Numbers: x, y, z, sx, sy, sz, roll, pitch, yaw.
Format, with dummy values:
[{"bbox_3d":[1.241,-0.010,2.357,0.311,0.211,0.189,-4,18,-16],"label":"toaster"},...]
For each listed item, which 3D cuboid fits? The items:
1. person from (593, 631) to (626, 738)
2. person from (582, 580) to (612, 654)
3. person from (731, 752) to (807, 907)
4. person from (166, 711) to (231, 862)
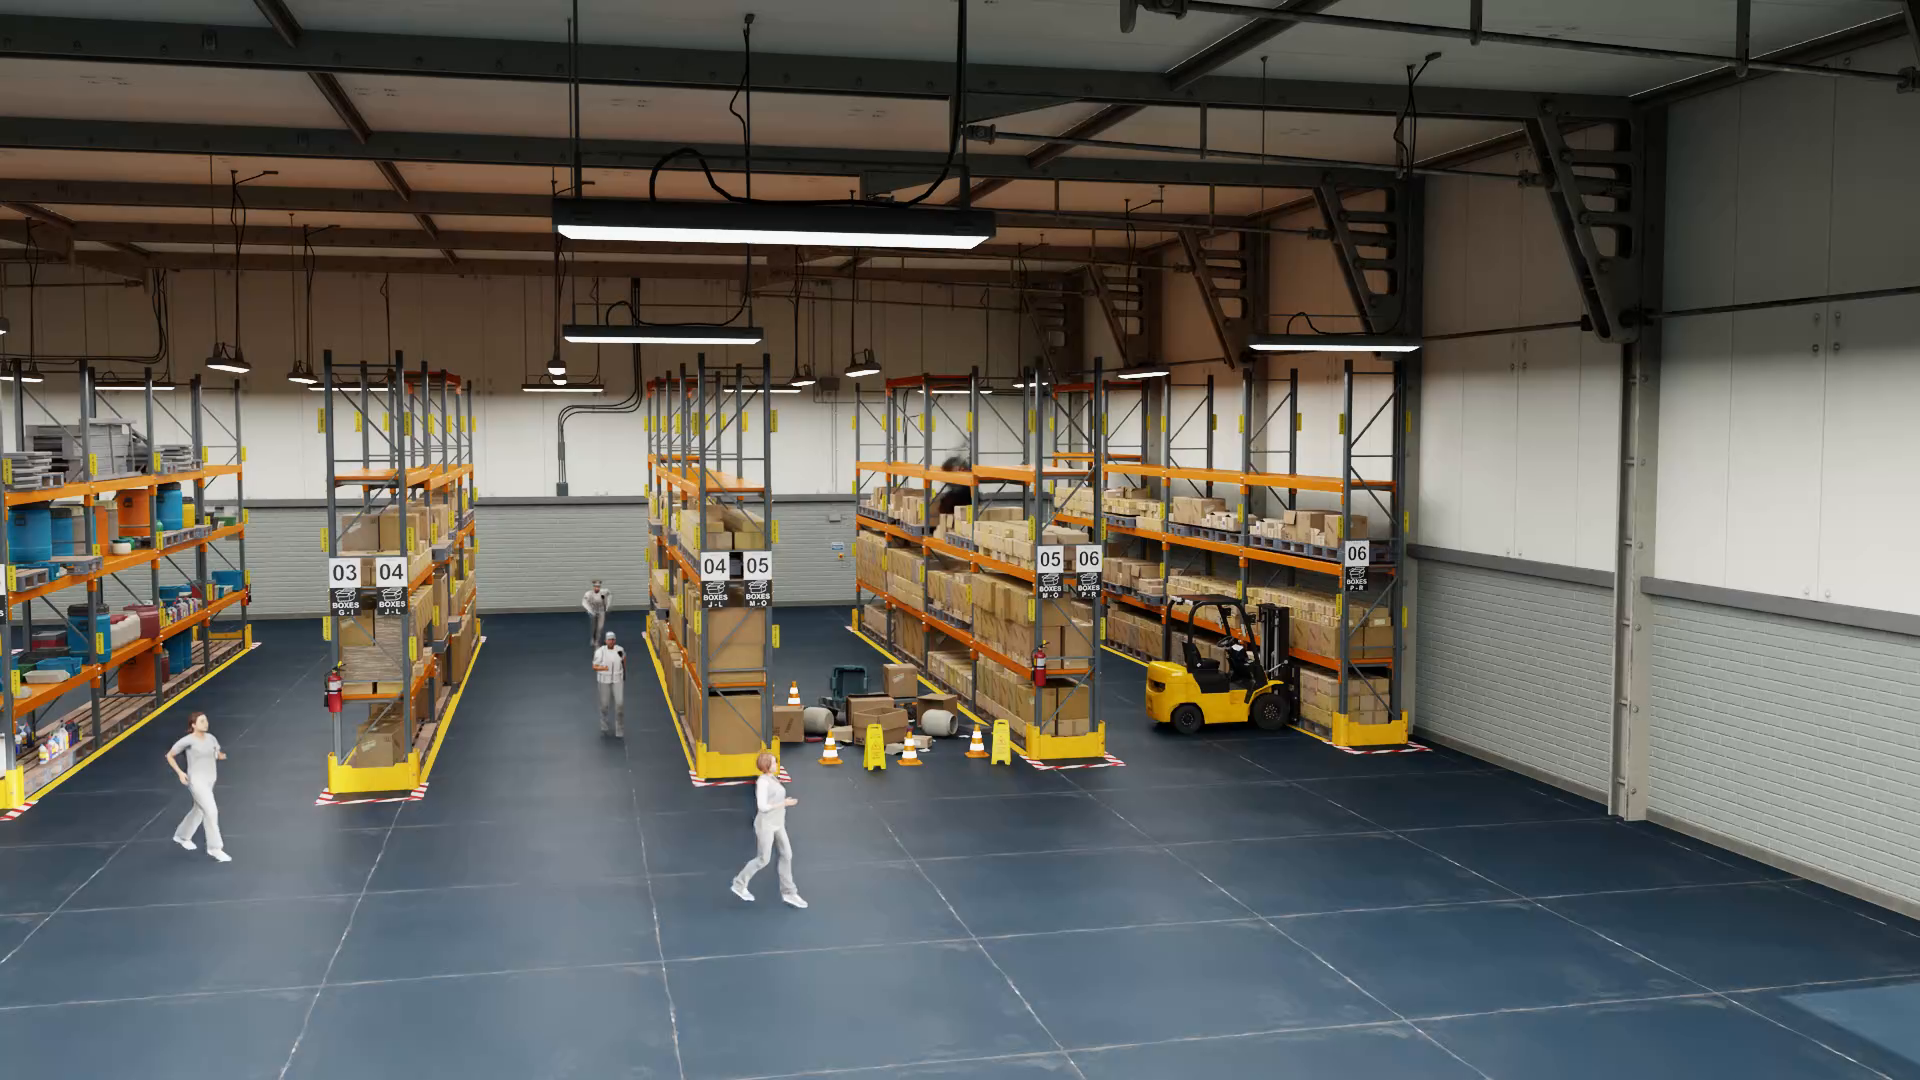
[{"bbox_3d":[-5.636,2.326,26.785,0.556,1.728,0.804,-1,4,-18],"label":"person"},{"bbox_3d":[-8.027,1.671,36.721,0.652,1.636,0.975,-2,4,-21],"label":"person"},{"bbox_3d":[-1.976,2.985,17.162,0.798,1.612,0.532,1,4,14],"label":"person"},{"bbox_3d":[-8.757,2.817,19.162,0.875,1.701,0.550,1,4,16],"label":"person"}]
